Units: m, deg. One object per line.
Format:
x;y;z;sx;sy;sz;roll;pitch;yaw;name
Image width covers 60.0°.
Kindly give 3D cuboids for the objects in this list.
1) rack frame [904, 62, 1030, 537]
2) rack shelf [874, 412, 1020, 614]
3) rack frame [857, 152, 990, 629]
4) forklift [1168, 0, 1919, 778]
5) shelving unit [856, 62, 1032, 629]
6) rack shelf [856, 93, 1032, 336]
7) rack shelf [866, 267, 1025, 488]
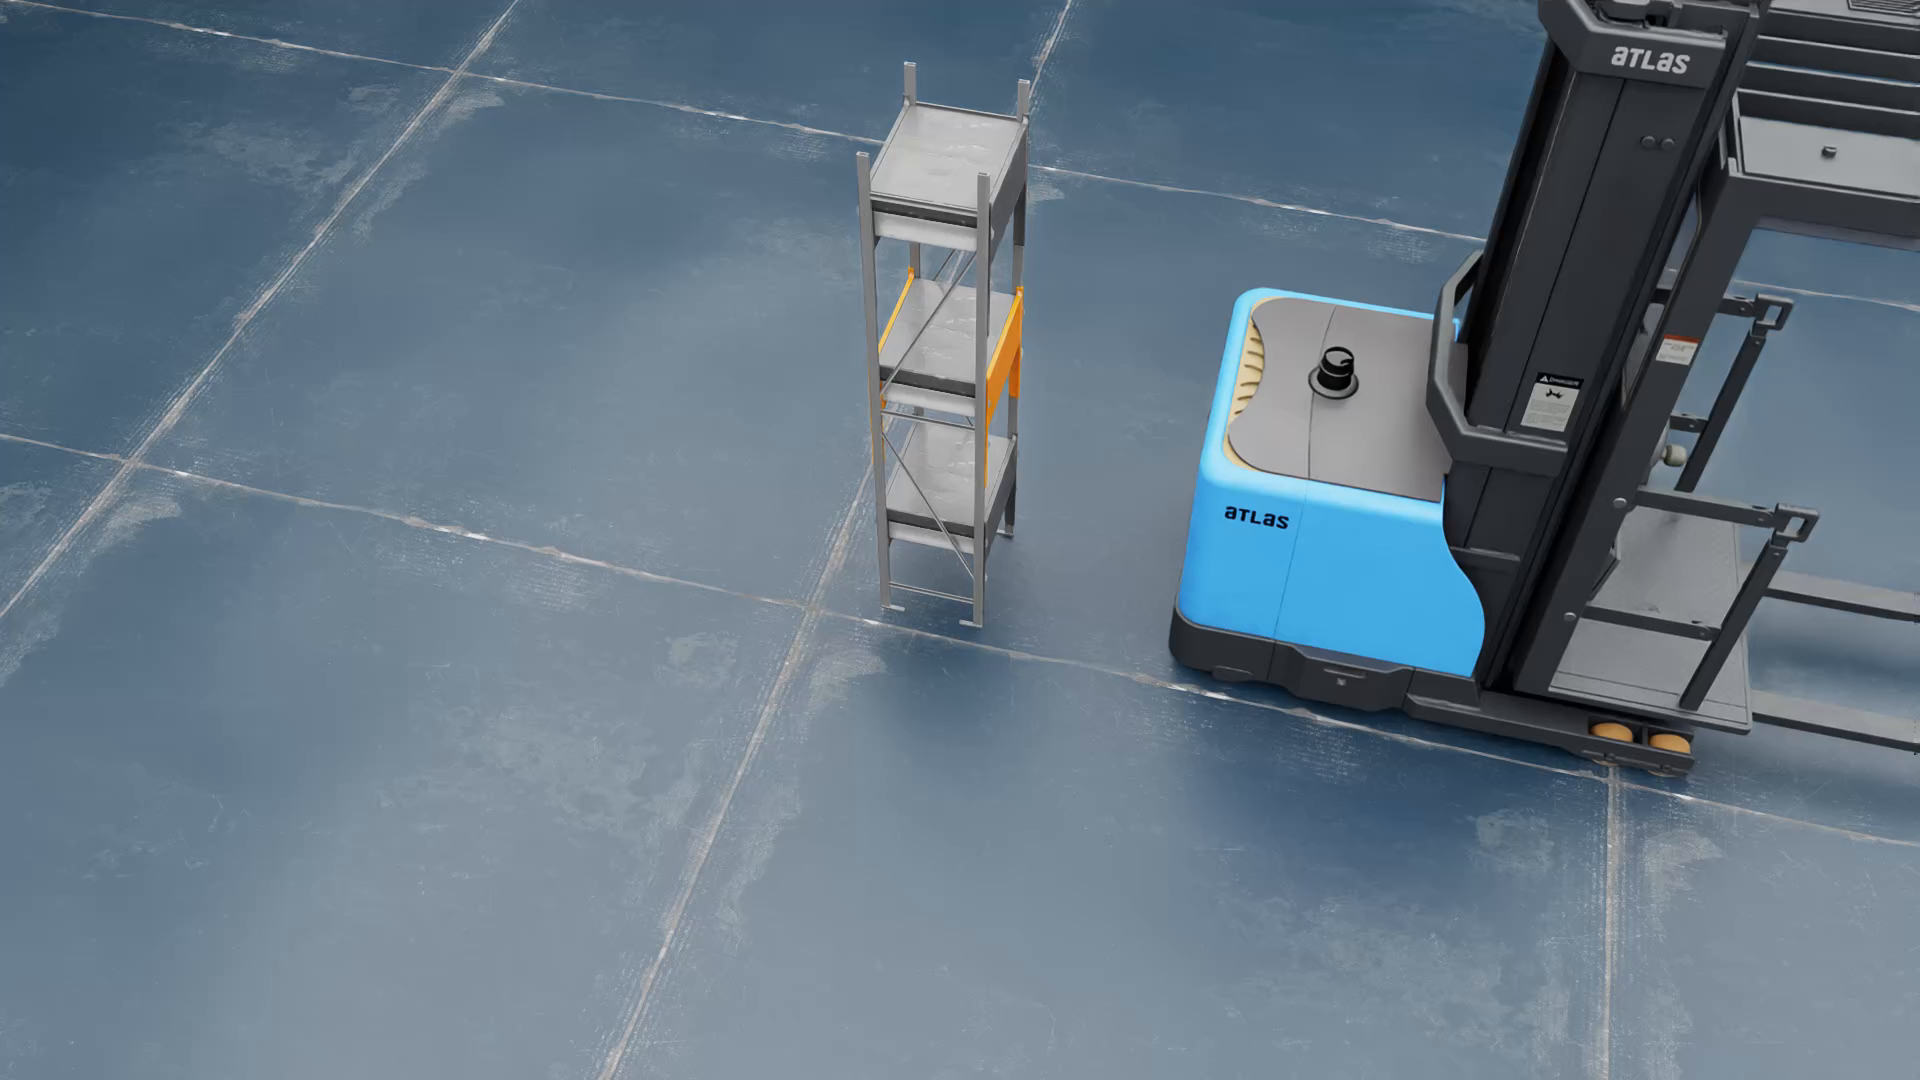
0.021;-0.752;5.932;0.400;2.100;0.015;12;50;10;rack frame
-0.044;-0.103;6.311;0.431;0.518;0.480;12;50;10;rack shelf
-0.108;-0.399;5.620;0.400;2.100;0.015;12;50;10;rack frame
2.355;-0.571;5.218;3.031;2.935;1.130;11;49;9;forklift
-0.044;-0.575;5.776;0.431;2.100;0.503;12;50;10;shelving unit
-0.044;-1.029;5.261;0.431;0.518;0.480;12;50;10;rack shelf
-0.044;-0.566;5.786;0.431;0.518;0.480;12;50;10;rack shelf
